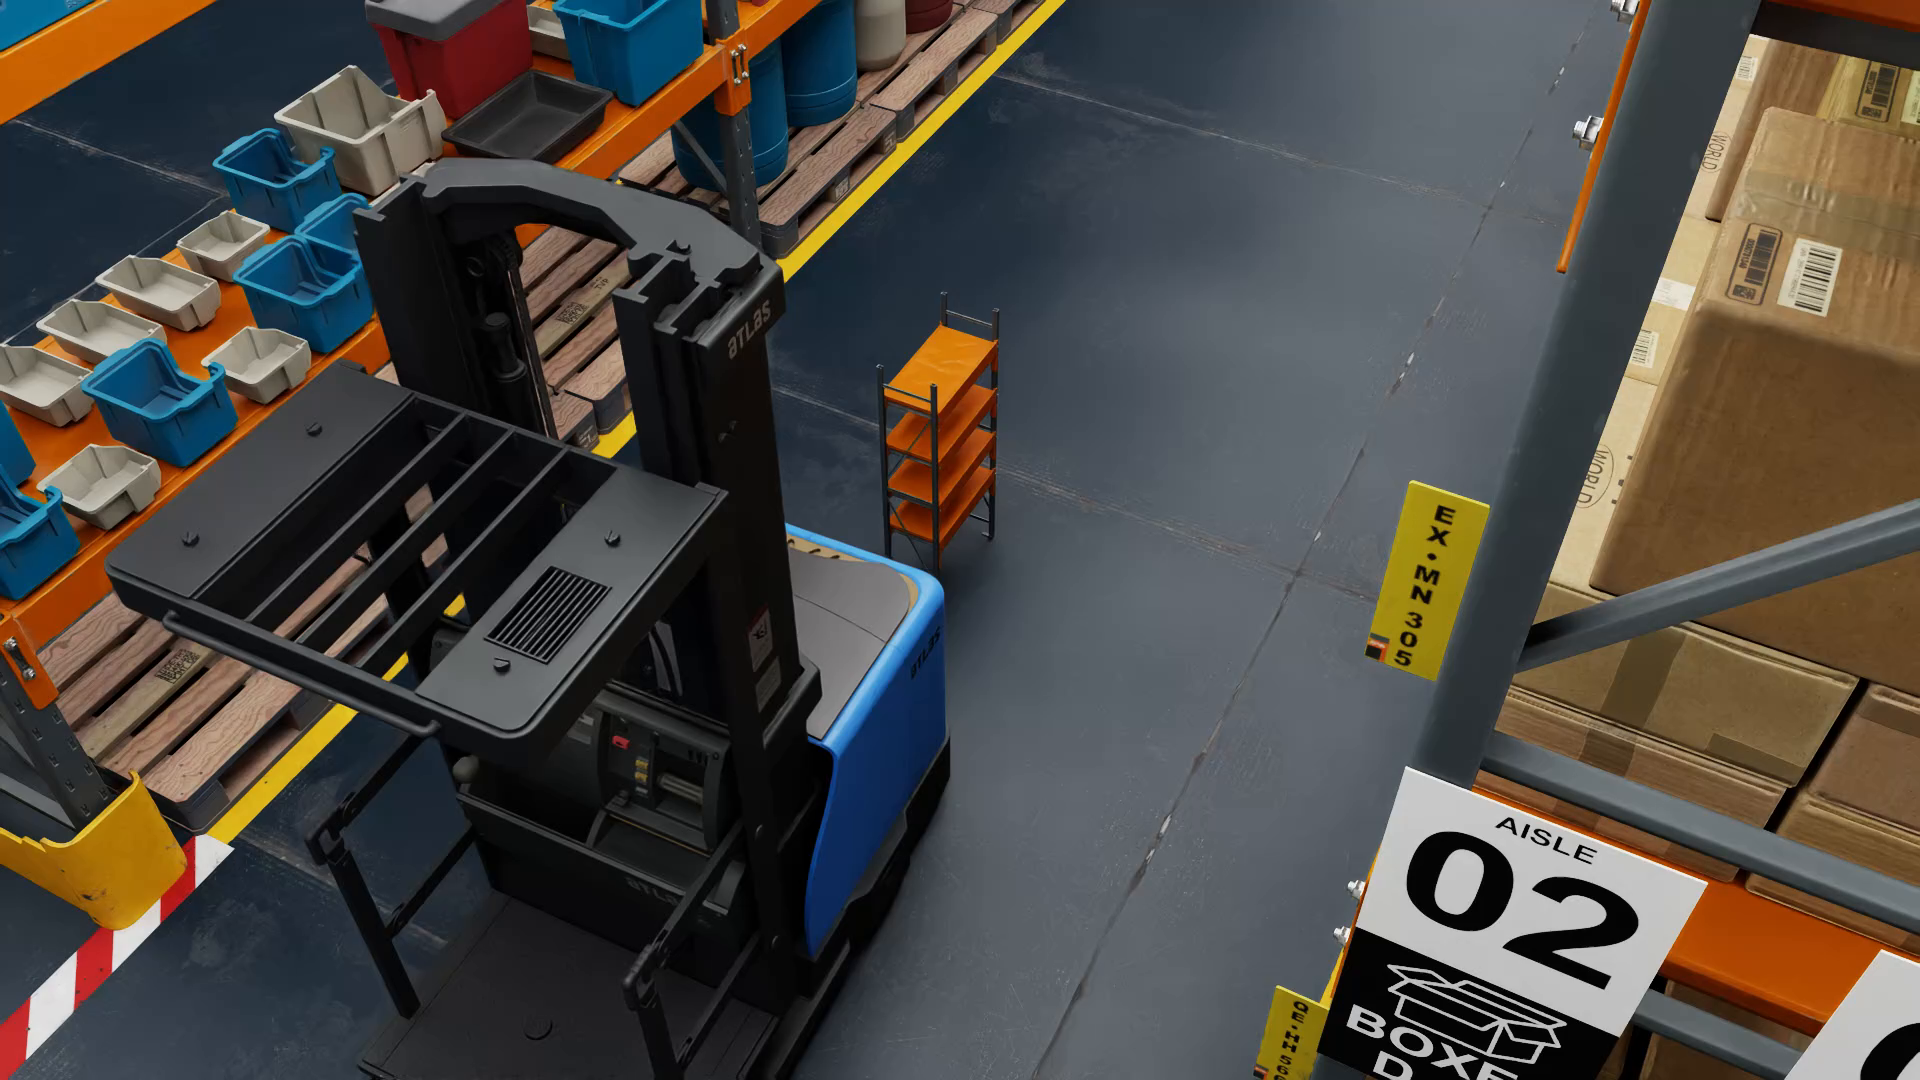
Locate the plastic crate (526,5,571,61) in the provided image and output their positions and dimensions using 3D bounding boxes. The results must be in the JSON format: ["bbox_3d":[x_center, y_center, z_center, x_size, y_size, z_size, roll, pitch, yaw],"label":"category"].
[{"bbox_3d":[-1.795,-2.220,7.259,0.396,0.136,0.243,20,49,19],"label":"plastic crate"}]

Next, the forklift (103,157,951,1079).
[{"bbox_3d":[-1.125,0.647,4.330,1.130,2.935,3.031,19,48,18],"label":"forklift"}]

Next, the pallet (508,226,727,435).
[{"bbox_3d":[-1.759,-1.082,7.951,1.003,0.211,1.213,20,49,19],"label":"pallet"}]

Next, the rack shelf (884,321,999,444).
[{"bbox_3d":[-0.077,-0.594,6.221,0.258,0.148,0.480,20,49,19],"label":"rack shelf"}]

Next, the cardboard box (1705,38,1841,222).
[{"bbox_3d":[1.745,-0.788,2.817,0.700,0.500,0.500,20,49,19],"label":"cardboard box"}]

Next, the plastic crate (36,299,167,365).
[{"bbox_3d":[-2.943,-0.698,5.754,0.396,0.136,0.243,20,49,19],"label":"plastic crate"}]

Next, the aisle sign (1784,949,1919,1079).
[{"bbox_3d":[1.305,0.846,2.257,0.394,0.787,0.004,20,49,19],"label":"aisle sign"}]

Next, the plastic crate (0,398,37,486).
[{"bbox_3d":[-3.319,-0.324,5.174,0.616,0.435,0.499,20,49,19],"label":"plastic crate"}]

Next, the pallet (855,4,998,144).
[{"bbox_3d":[-0.492,-2.802,9.650,1.003,0.211,1.213,20,49,19],"label":"pallet"}]

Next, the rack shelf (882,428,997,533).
[{"bbox_3d":[-0.077,-0.270,6.548,0.258,0.148,0.480,20,49,19],"label":"rack shelf"}]

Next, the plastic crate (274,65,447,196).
[{"bbox_3d":[-2.324,-1.616,6.559,0.437,0.282,0.530,20,49,19],"label":"plastic crate"}]

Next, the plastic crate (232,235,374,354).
[{"bbox_3d":[-2.291,-0.857,5.843,0.416,0.233,0.300,20,49,19],"label":"plastic crate"}]

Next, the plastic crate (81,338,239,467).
[{"bbox_3d":[-2.597,-0.442,5.433,0.416,0.233,0.300,20,49,19],"label":"plastic crate"}]

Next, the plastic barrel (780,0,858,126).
[{"bbox_3d":[-0.856,-2.731,8.800,0.600,0.901,0.708,20,49,19],"label":"plastic barrel"}]

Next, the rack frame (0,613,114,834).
[{"bbox_3d":[-3.309,-0.018,4.939,1.000,3.000,0.127,20,49,19],"label":"rack frame"}]

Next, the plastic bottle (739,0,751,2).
[{"bbox_3d":[-0.983,-2.661,7.585,0.144,0.351,0.185,20,49,19],"label":"plastic bottle"}]

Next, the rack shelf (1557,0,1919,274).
[{"bbox_3d":[2.005,-1.495,2.689,1.077,0.370,4.000,20,49,19],"label":"rack shelf"}]

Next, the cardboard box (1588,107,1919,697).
[{"bbox_3d":[1.301,-0.150,2.187,0.700,0.500,0.500,20,49,19],"label":"cardboard box"}]

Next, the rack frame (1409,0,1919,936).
[{"bbox_3d":[1.077,-0.489,1.186,1.000,3.000,0.127,20,49,19],"label":"rack frame"}]

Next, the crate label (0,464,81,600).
[{"bbox_3d":[-2.903,-0.027,5.023,0.416,0.233,0.303,20,49,19],"label":"crate label"}]

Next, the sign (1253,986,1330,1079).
[{"bbox_3d":[0.595,0.906,2.989,0.100,0.325,0.005,20,49,19],"label":"sign"}]

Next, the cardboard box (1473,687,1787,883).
[{"bbox_3d":[1.082,0.207,2.712,0.500,0.250,0.500,20,49,19],"label":"cardboard box"}]

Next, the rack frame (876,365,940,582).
[{"bbox_3d":[-0.190,-0.164,6.348,0.240,1.200,0.015,20,49,19],"label":"rack frame"}]

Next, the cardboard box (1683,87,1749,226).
[{"bbox_3d":[1.557,-0.594,3.153,0.500,0.250,0.500,20,49,19],"label":"cardboard box"}]

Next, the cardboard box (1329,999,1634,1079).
[{"bbox_3d":[1.040,0.862,3.296,0.500,0.500,0.500,20,49,19],"label":"cardboard box"}]

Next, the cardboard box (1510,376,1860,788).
[{"bbox_3d":[1.089,0.034,2.532,0.500,0.250,0.500,20,49,19],"label":"cardboard box"}]

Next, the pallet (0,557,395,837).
[{"bbox_3d":[-2.892,0.455,6.431,1.003,0.211,1.213,20,49,19],"label":"pallet"}]

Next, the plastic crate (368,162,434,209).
[{"bbox_3d":[-1.994,-1.270,6.319,0.293,0.136,0.466,20,49,19],"label":"plastic crate"}]

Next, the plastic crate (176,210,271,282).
[{"bbox_3d":[-2.715,-1.074,6.126,0.298,0.136,0.250,20,49,19],"label":"plastic crate"}]

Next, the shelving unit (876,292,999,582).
[{"bbox_3d":[-0.077,-0.317,6.500,0.258,1.200,0.503,20,49,19],"label":"shelving unit"}]

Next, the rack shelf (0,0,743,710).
[{"bbox_3d":[-2.380,-1.025,6.440,1.077,0.370,4.000,20,49,19],"label":"rack shelf"}]

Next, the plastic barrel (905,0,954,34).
[{"bbox_3d":[-0.331,-3.333,9.615,0.600,0.588,0.708,20,49,19],"label":"plastic barrel"}]
